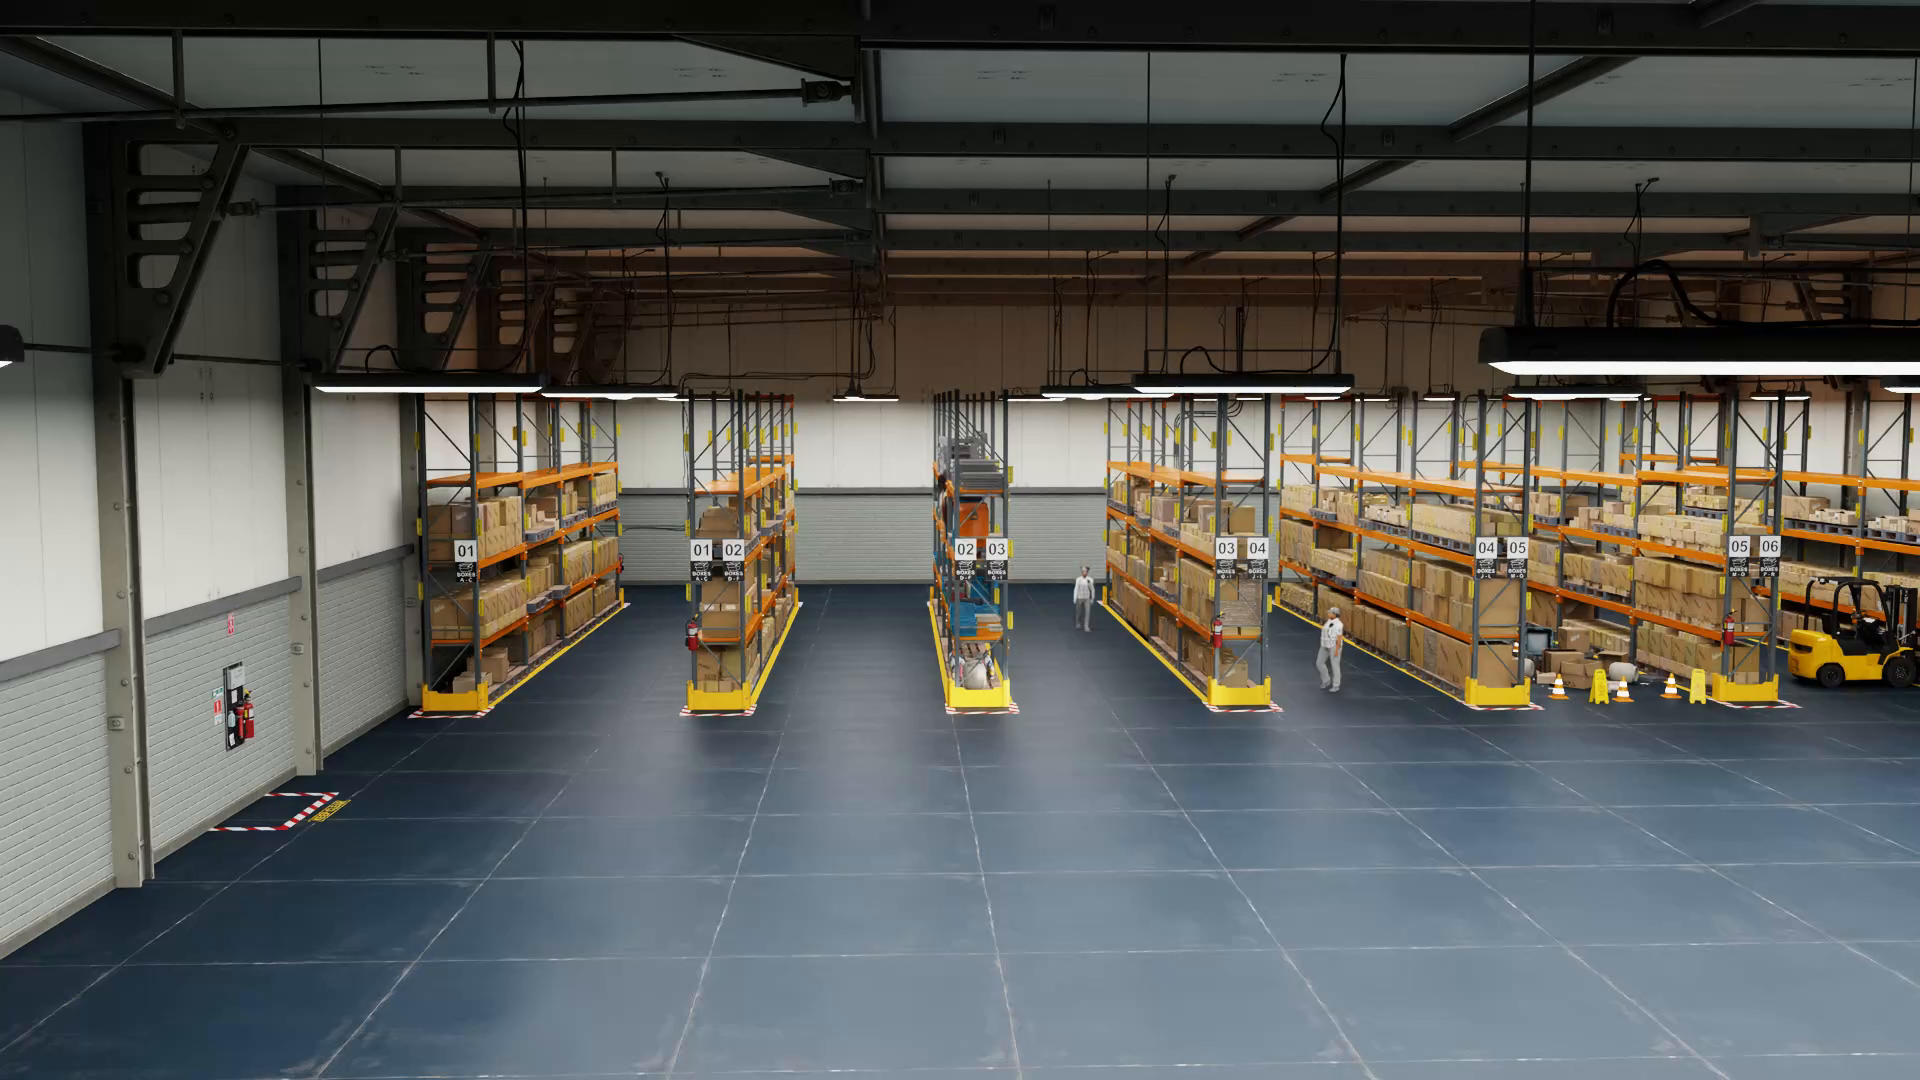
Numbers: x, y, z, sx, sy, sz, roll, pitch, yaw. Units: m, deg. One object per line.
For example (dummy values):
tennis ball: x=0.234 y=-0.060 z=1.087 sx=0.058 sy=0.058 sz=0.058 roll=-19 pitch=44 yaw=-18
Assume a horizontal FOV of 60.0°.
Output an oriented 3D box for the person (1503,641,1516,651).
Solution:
person: x=12.695 y=1.695 z=38.560 sx=0.502 sy=1.779 sz=0.603 roll=2 pitch=5 yaw=27

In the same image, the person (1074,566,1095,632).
person: x=3.140 y=1.473 z=41.993 sx=0.556 sy=1.645 sz=0.944 roll=0 pitch=5 yaw=-4

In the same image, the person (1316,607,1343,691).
person: x=7.429 y=2.193 z=33.369 sx=0.417 sy=1.708 sz=0.557 roll=-4 pitch=6 yaw=-38
